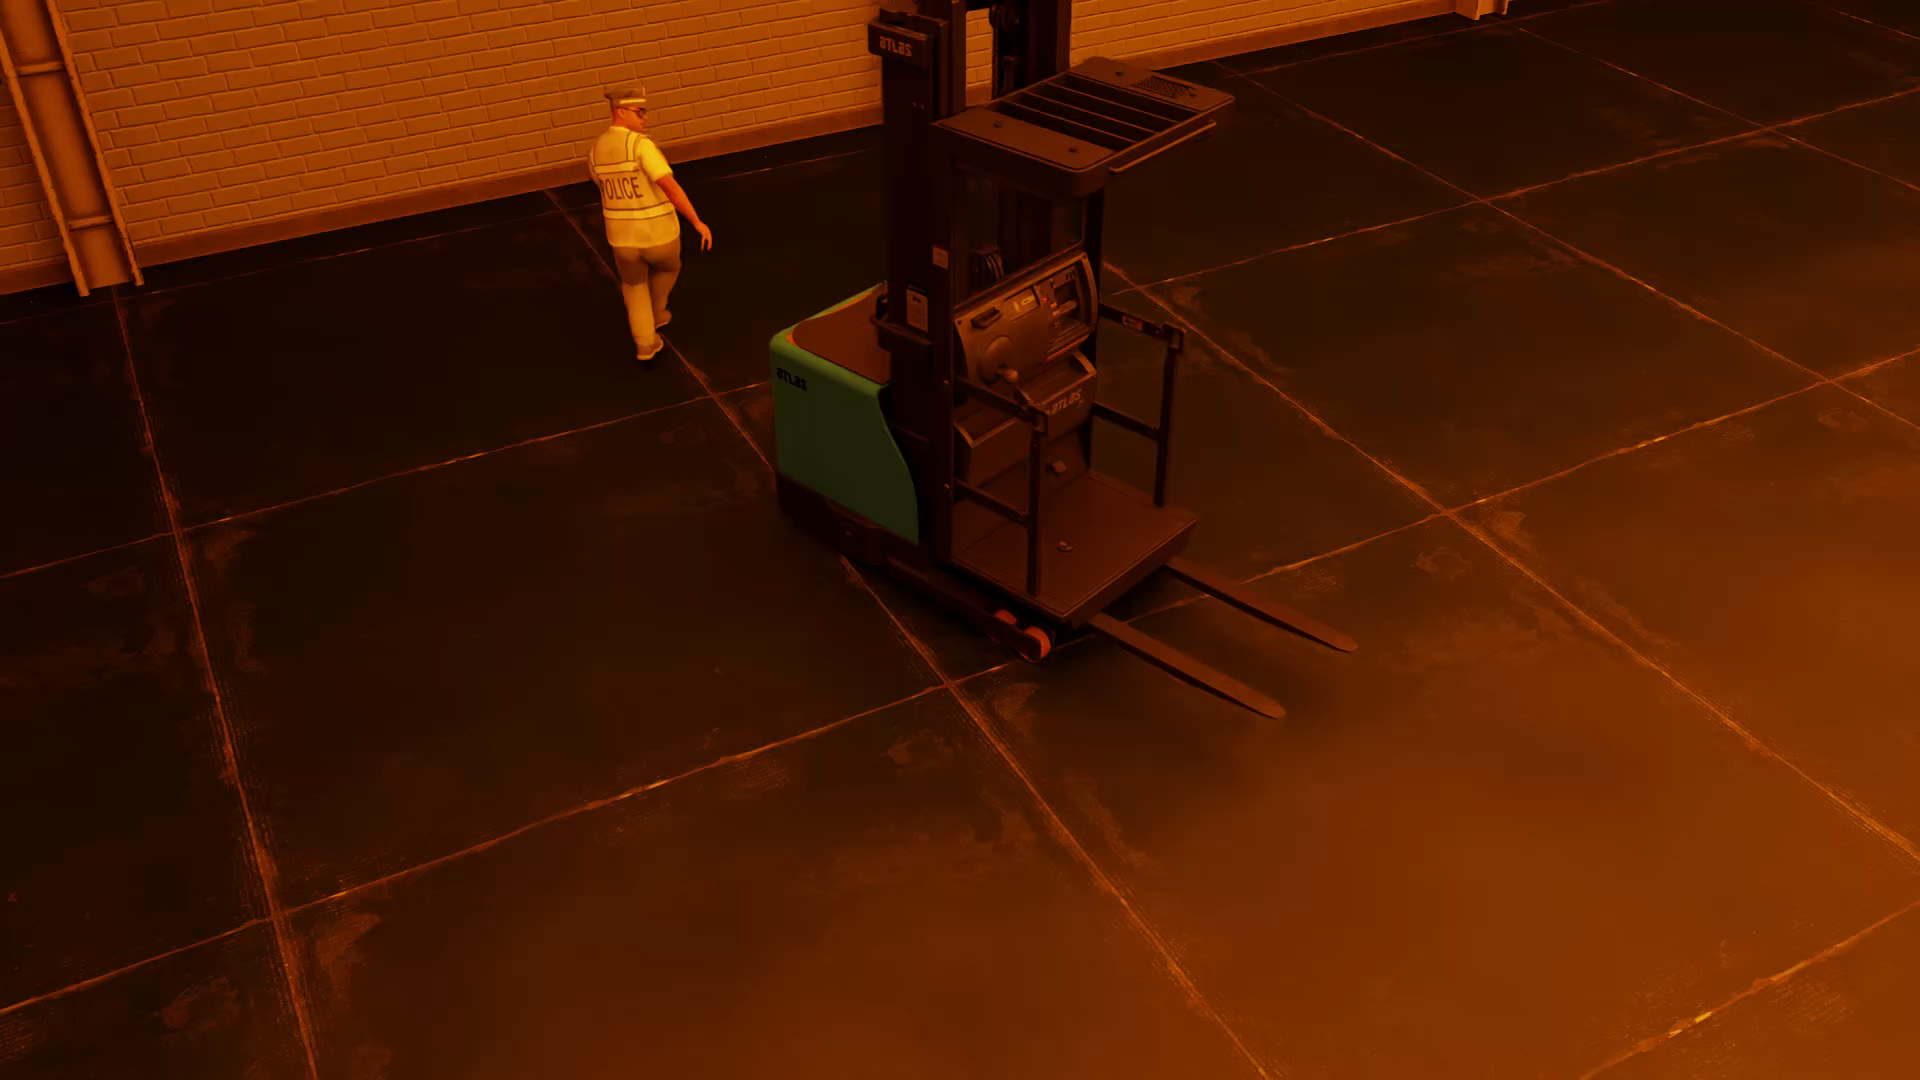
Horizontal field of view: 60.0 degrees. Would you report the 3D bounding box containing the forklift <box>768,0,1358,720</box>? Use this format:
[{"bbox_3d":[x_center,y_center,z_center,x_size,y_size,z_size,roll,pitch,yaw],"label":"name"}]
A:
[{"bbox_3d":[0.469,-0.966,7.490,3.031,2.935,1.130,27,43,33],"label":"forklift"}]

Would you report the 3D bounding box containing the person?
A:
[{"bbox_3d":[-1.805,-1.920,9.996,0.814,1.650,0.838,6,36,8],"label":"person"}]
